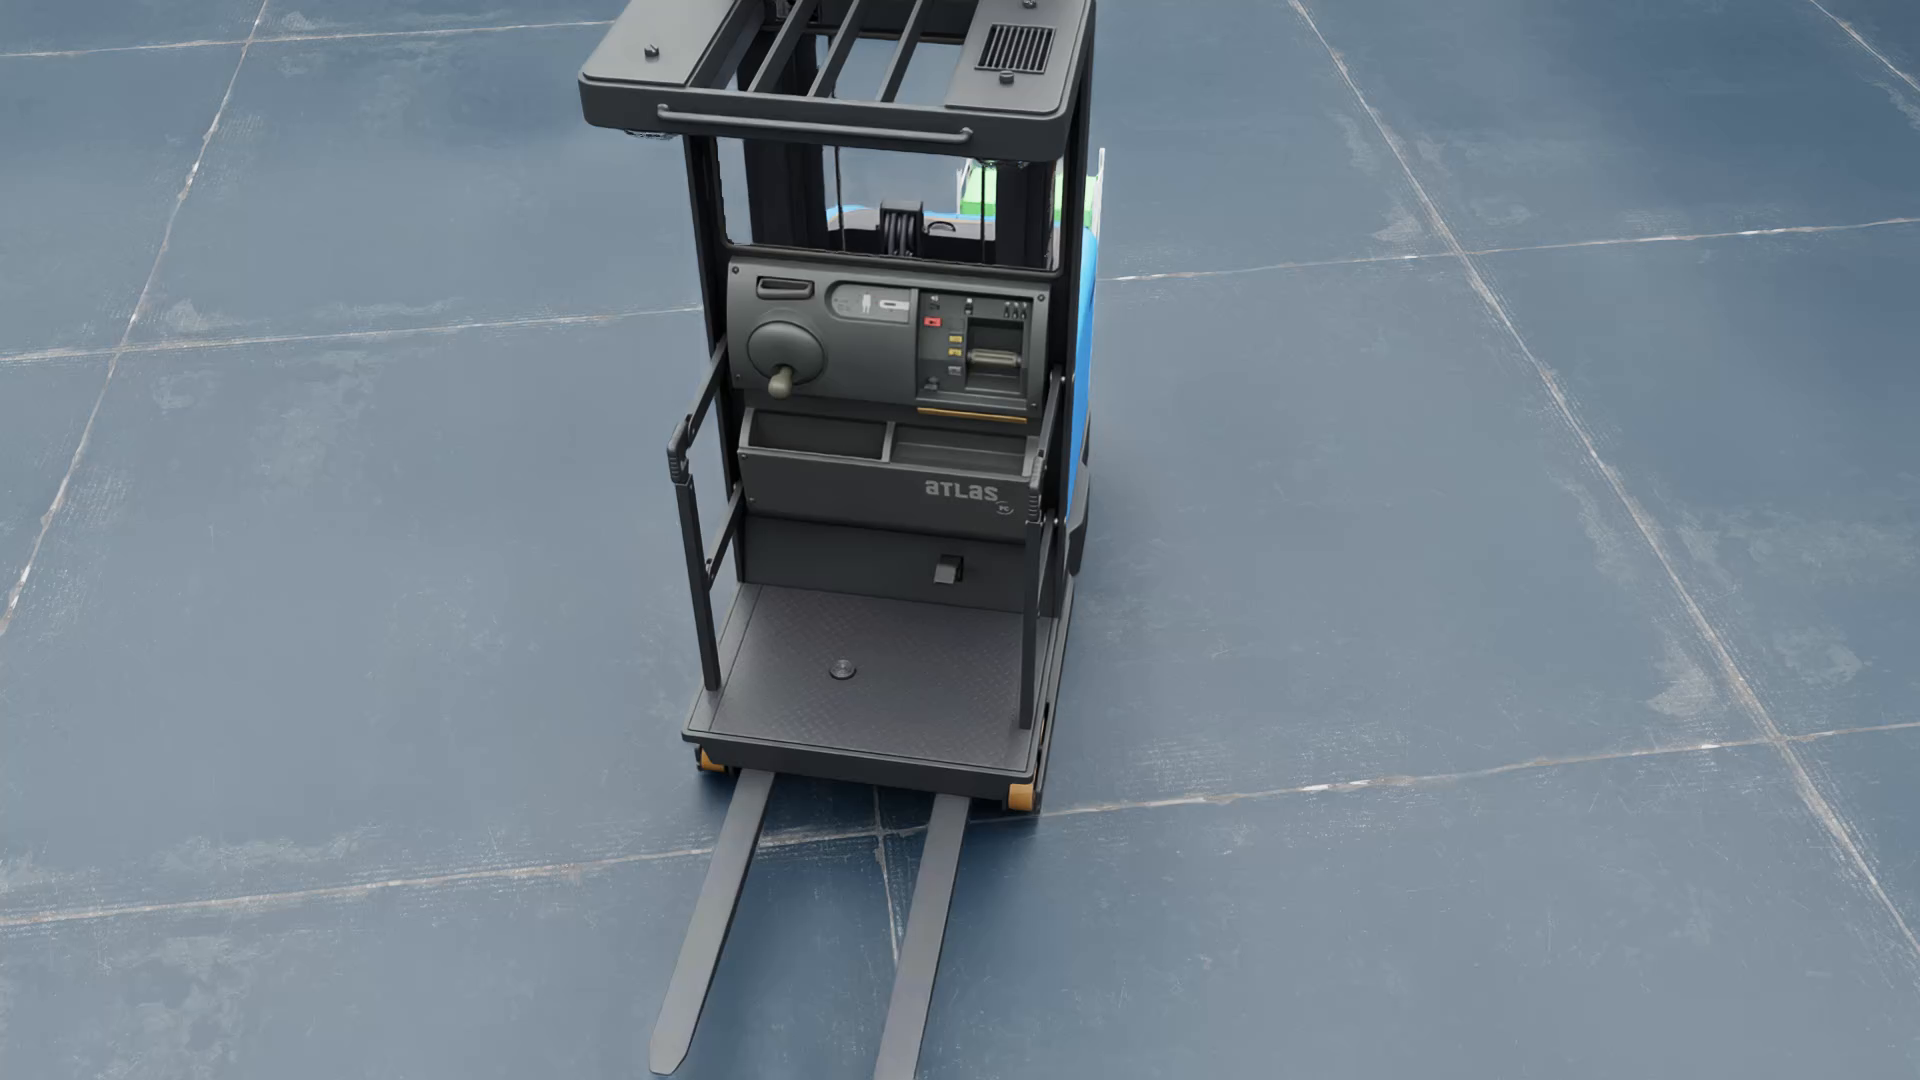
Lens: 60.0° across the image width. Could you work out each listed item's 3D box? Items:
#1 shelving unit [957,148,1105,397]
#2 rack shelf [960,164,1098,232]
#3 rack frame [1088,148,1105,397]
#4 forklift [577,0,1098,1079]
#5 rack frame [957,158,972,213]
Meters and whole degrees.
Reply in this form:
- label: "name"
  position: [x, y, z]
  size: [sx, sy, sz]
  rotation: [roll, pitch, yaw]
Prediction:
- label: "shelving unit"
  position: [0.257, -0.922, 6.376]
  size: [0.503, 1.200, 0.258]
  rotation: [6, 42, 7]
- label: "rack shelf"
  position: [0.257, -1.232, 6.098]
  size: [0.480, 0.148, 0.258]
  rotation: [6, 42, 7]
- label: "rack frame"
  position: [0.498, -0.896, 6.347]
  size: [0.015, 1.200, 0.240]
  rotation: [6, 42, 7]
- label: "forklift"
  position: [-0.244, -0.490, 4.605]
  size: [1.130, 2.935, 3.031]
  rotation: [6, 42, 7]
- label: "rack frame"
  position: [0.016, -0.948, 6.405]
  size: [0.015, 1.200, 0.240]
  rotation: [6, 42, 7]
